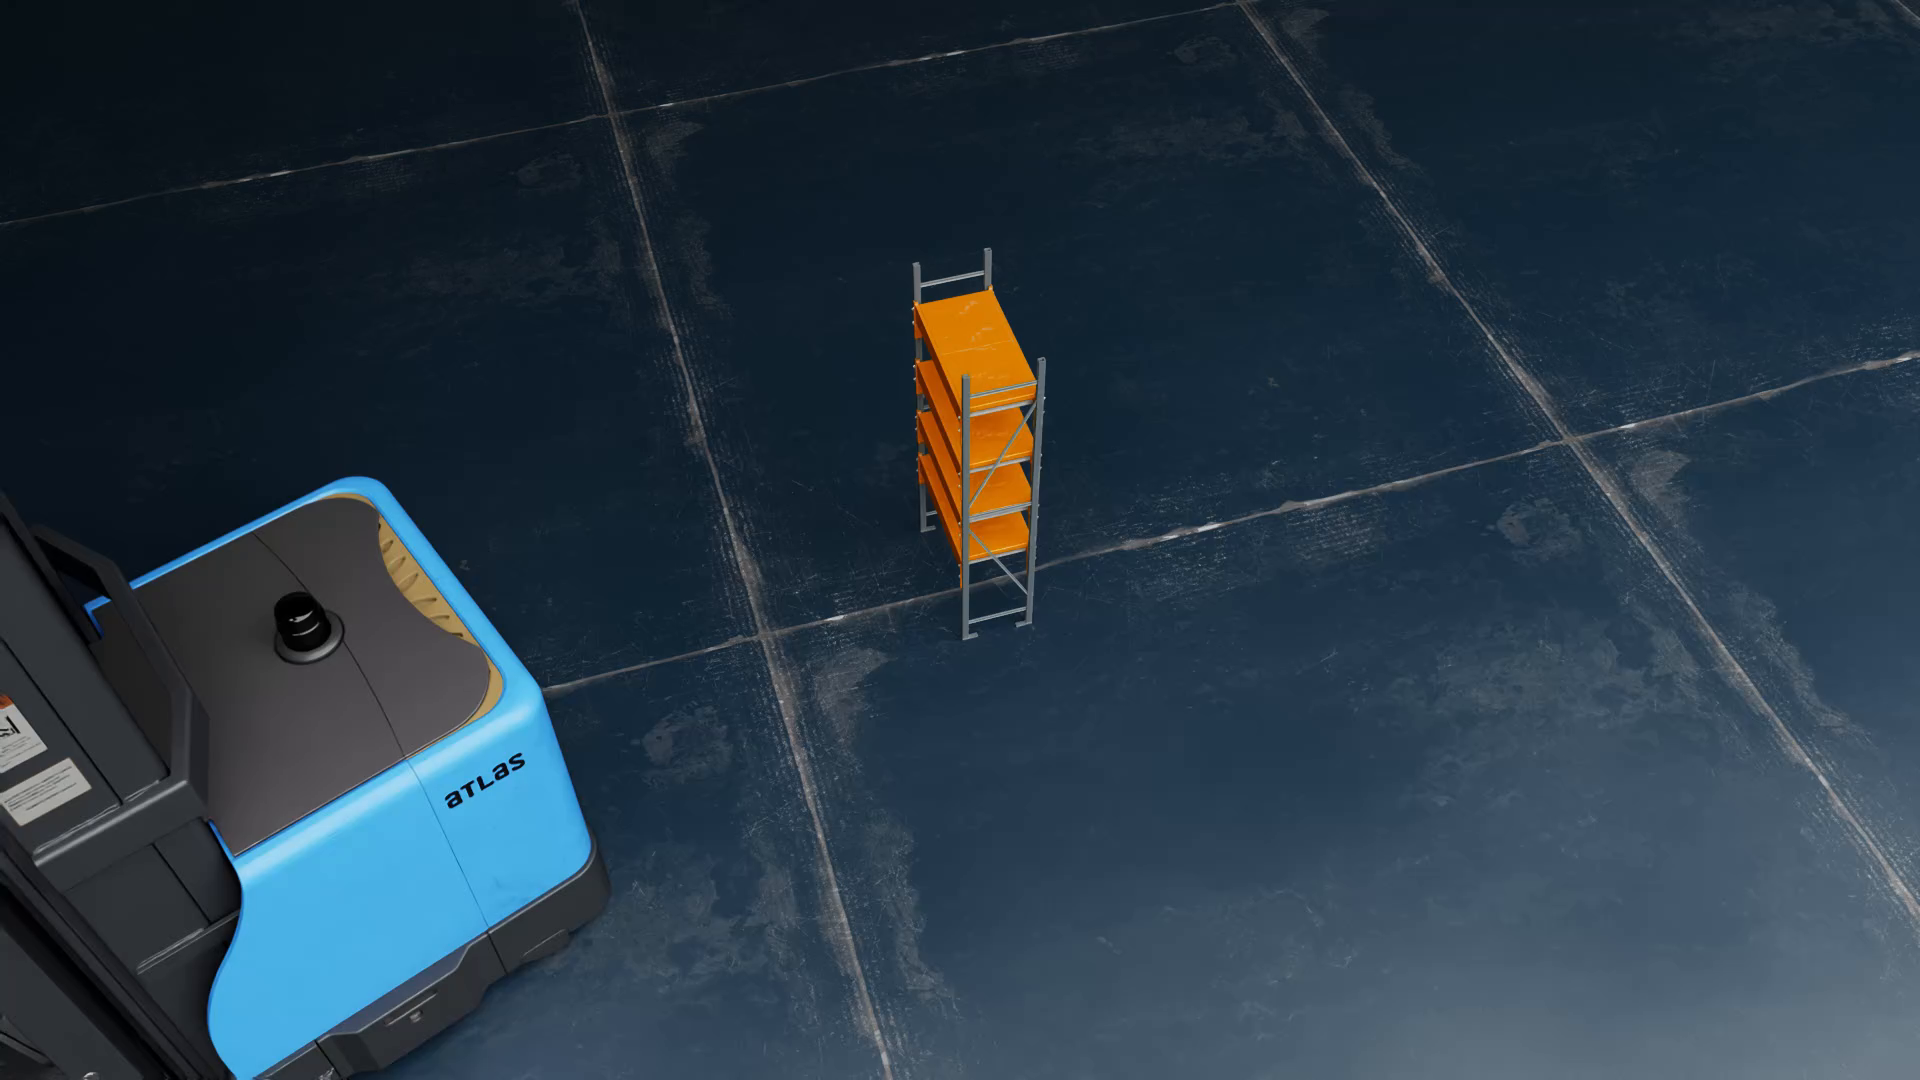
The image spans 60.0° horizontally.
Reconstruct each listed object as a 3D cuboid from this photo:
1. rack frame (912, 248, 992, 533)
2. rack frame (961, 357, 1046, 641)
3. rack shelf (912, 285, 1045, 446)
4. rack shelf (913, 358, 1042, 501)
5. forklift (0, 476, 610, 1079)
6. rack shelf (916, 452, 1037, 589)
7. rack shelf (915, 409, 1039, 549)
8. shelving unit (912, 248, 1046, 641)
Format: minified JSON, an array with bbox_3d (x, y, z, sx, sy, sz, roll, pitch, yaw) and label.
[{"bbox_3d":[-0.023,-0.444,5.340,0.240,1.200,0.015,-13,51,-11],"label":"rack frame"},{"bbox_3d":[0.121,-0.088,5.039,0.240,1.200,0.015,-13,51,-11],"label":"rack frame"},{"bbox_3d":[0.049,-0.519,4.889,0.258,0.148,0.480,-13,51,-11],"label":"rack shelf"},{"bbox_3d":[0.049,-0.367,5.070,0.258,0.148,0.480,-13,51,-11],"label":"rack shelf"},{"bbox_3d":[-2.479,0.537,3.380,3.031,2.935,1.130,-31,57,-24],"label":"forklift"},{"bbox_3d":[0.049,-0.094,5.393,0.258,0.148,0.480,-13,51,-11],"label":"rack shelf"},{"bbox_3d":[0.049,-0.222,5.241,0.258,0.148,0.480,-13,51,-11],"label":"rack shelf"},{"bbox_3d":[0.049,-0.266,5.189,0.258,1.200,0.503,-13,51,-11],"label":"shelving unit"}]
